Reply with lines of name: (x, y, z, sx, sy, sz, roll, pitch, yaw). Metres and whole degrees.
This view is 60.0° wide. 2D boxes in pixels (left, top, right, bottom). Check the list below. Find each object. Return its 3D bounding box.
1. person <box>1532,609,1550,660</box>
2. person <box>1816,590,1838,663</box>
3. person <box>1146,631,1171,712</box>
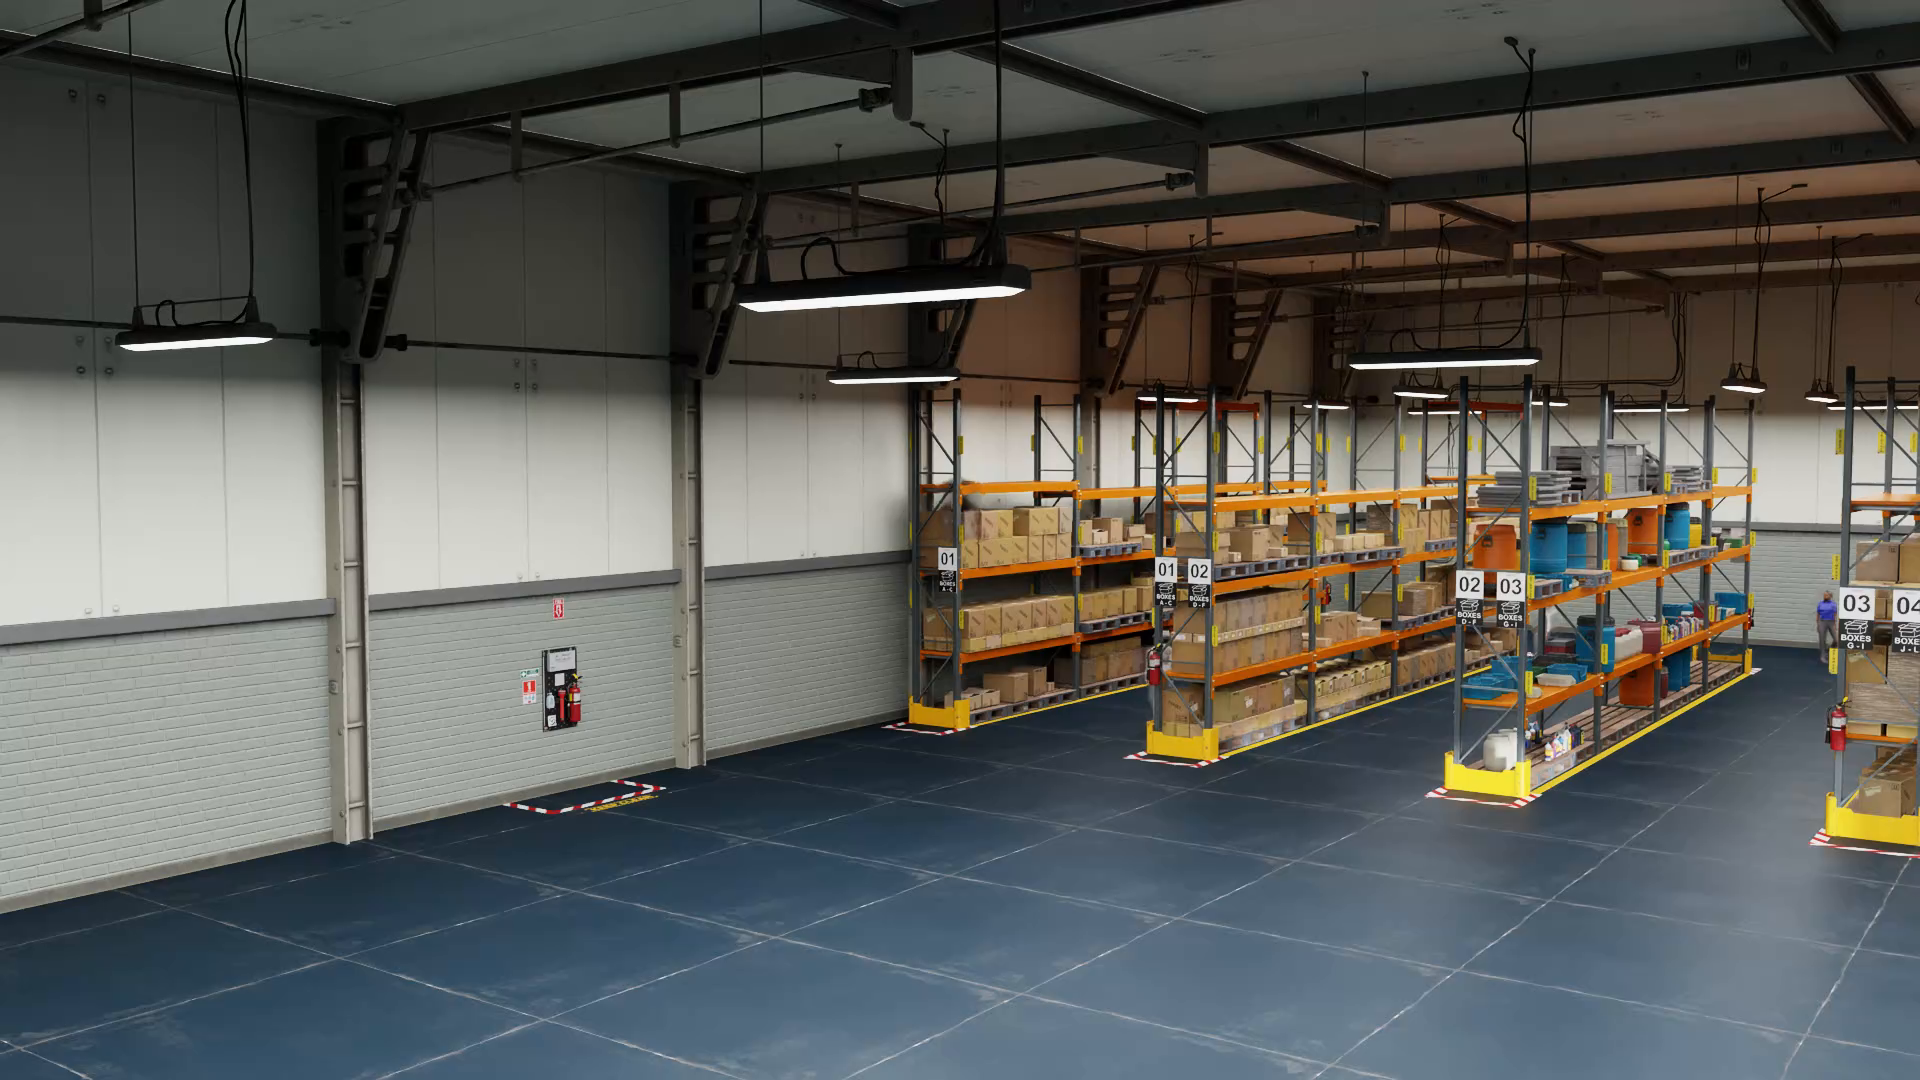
person: (12.899, 2.120, 36.872, 0.387, 1.541, 0.919, 2, 4, 29)
person: (20.060, 1.999, 38.401, 0.500, 1.656, 0.377, 2, 4, 25)
person: (3.582, 2.453, 29.703, 0.345, 1.686, 0.543, 3, 4, 38)
